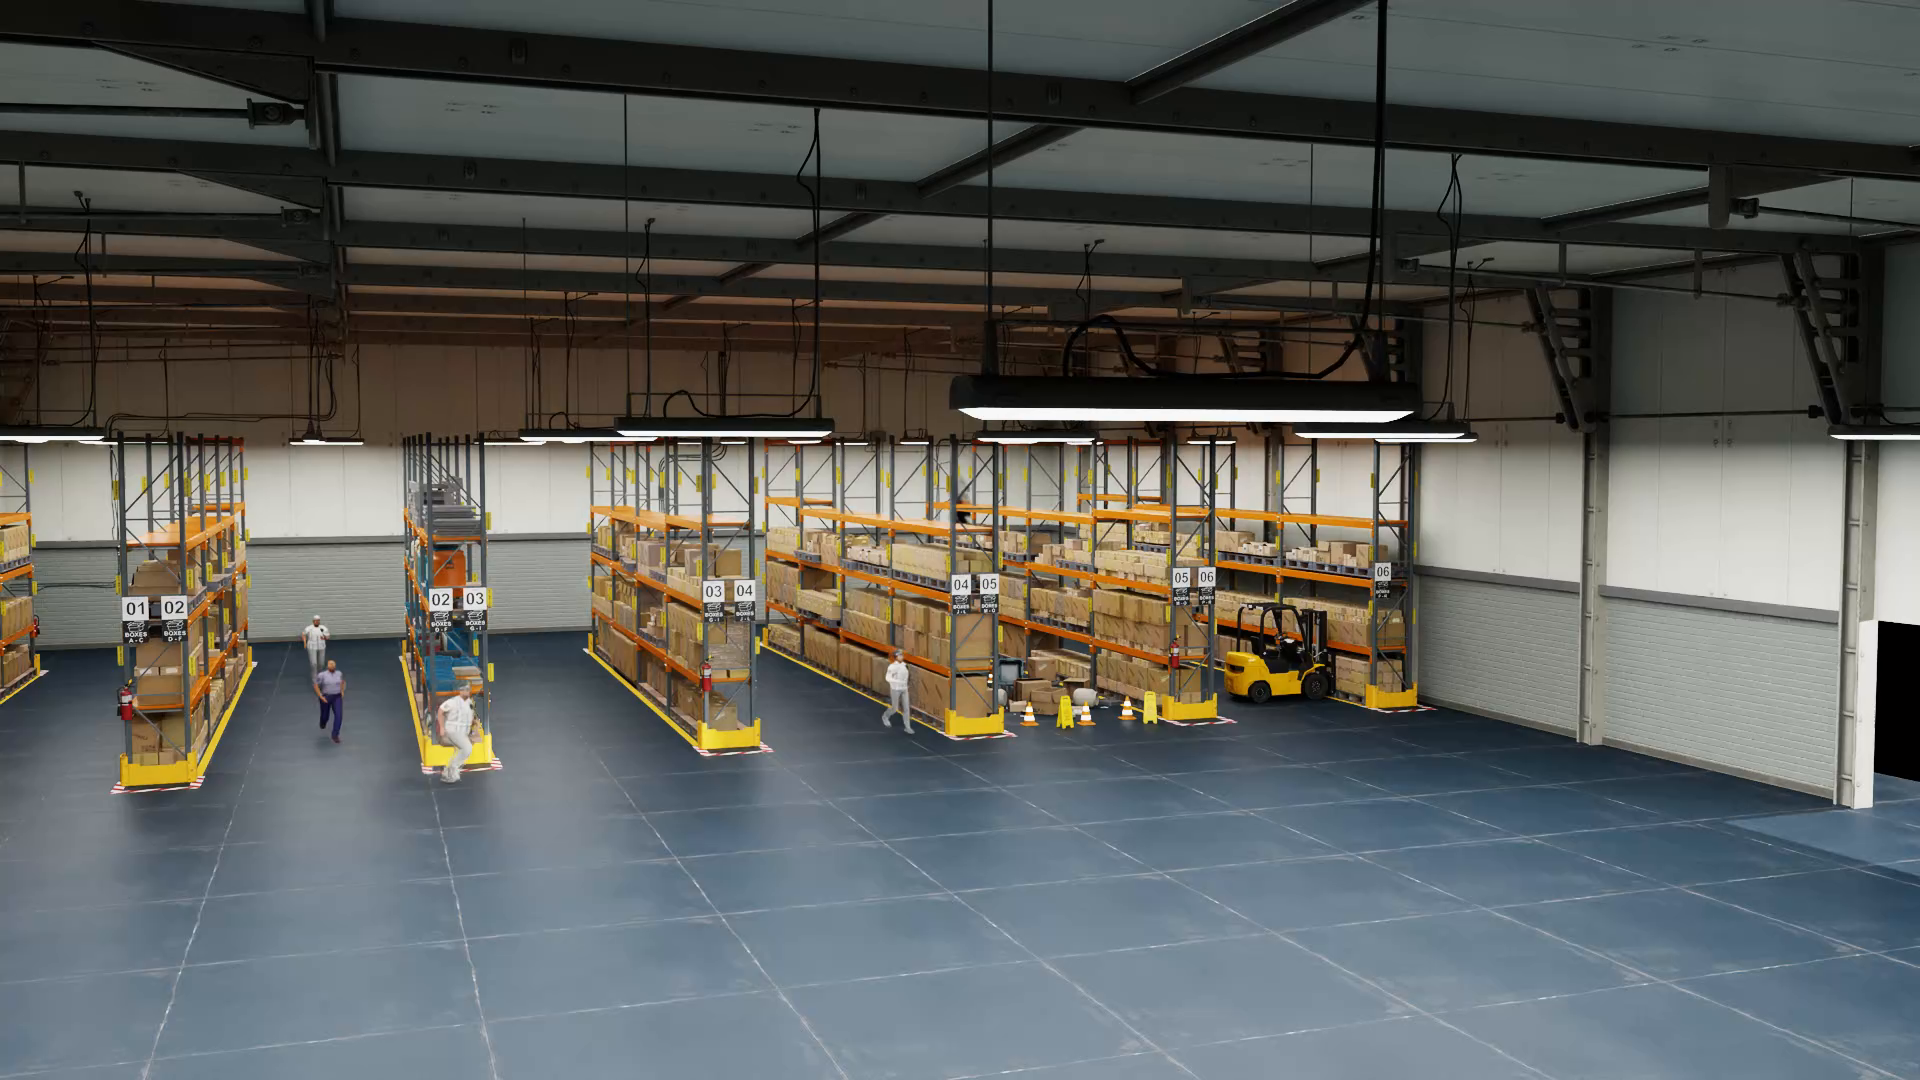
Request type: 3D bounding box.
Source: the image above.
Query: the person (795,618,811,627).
[{"bbox_3d":[-4.760,2.163,49.765,0.637,1.585,0.641,2,4,30],"label":"person"}]

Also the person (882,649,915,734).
[{"bbox_3d":[-1.253,3.015,33.380,0.586,1.694,0.933,-3,4,-39],"label":"person"}]

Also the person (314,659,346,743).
[{"bbox_3d":[-12.321,3.140,32.577,0.605,1.620,0.812,-2,4,-31],"label":"person"}]

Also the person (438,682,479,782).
[{"bbox_3d":[-8.579,3.291,28.601,0.644,1.705,0.697,1,3,19],"label":"person"}]

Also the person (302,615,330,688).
[{"bbox_3d":[-15.495,2.663,40.061,0.588,1.708,0.846,-2,4,-33],"label":"person"}]
